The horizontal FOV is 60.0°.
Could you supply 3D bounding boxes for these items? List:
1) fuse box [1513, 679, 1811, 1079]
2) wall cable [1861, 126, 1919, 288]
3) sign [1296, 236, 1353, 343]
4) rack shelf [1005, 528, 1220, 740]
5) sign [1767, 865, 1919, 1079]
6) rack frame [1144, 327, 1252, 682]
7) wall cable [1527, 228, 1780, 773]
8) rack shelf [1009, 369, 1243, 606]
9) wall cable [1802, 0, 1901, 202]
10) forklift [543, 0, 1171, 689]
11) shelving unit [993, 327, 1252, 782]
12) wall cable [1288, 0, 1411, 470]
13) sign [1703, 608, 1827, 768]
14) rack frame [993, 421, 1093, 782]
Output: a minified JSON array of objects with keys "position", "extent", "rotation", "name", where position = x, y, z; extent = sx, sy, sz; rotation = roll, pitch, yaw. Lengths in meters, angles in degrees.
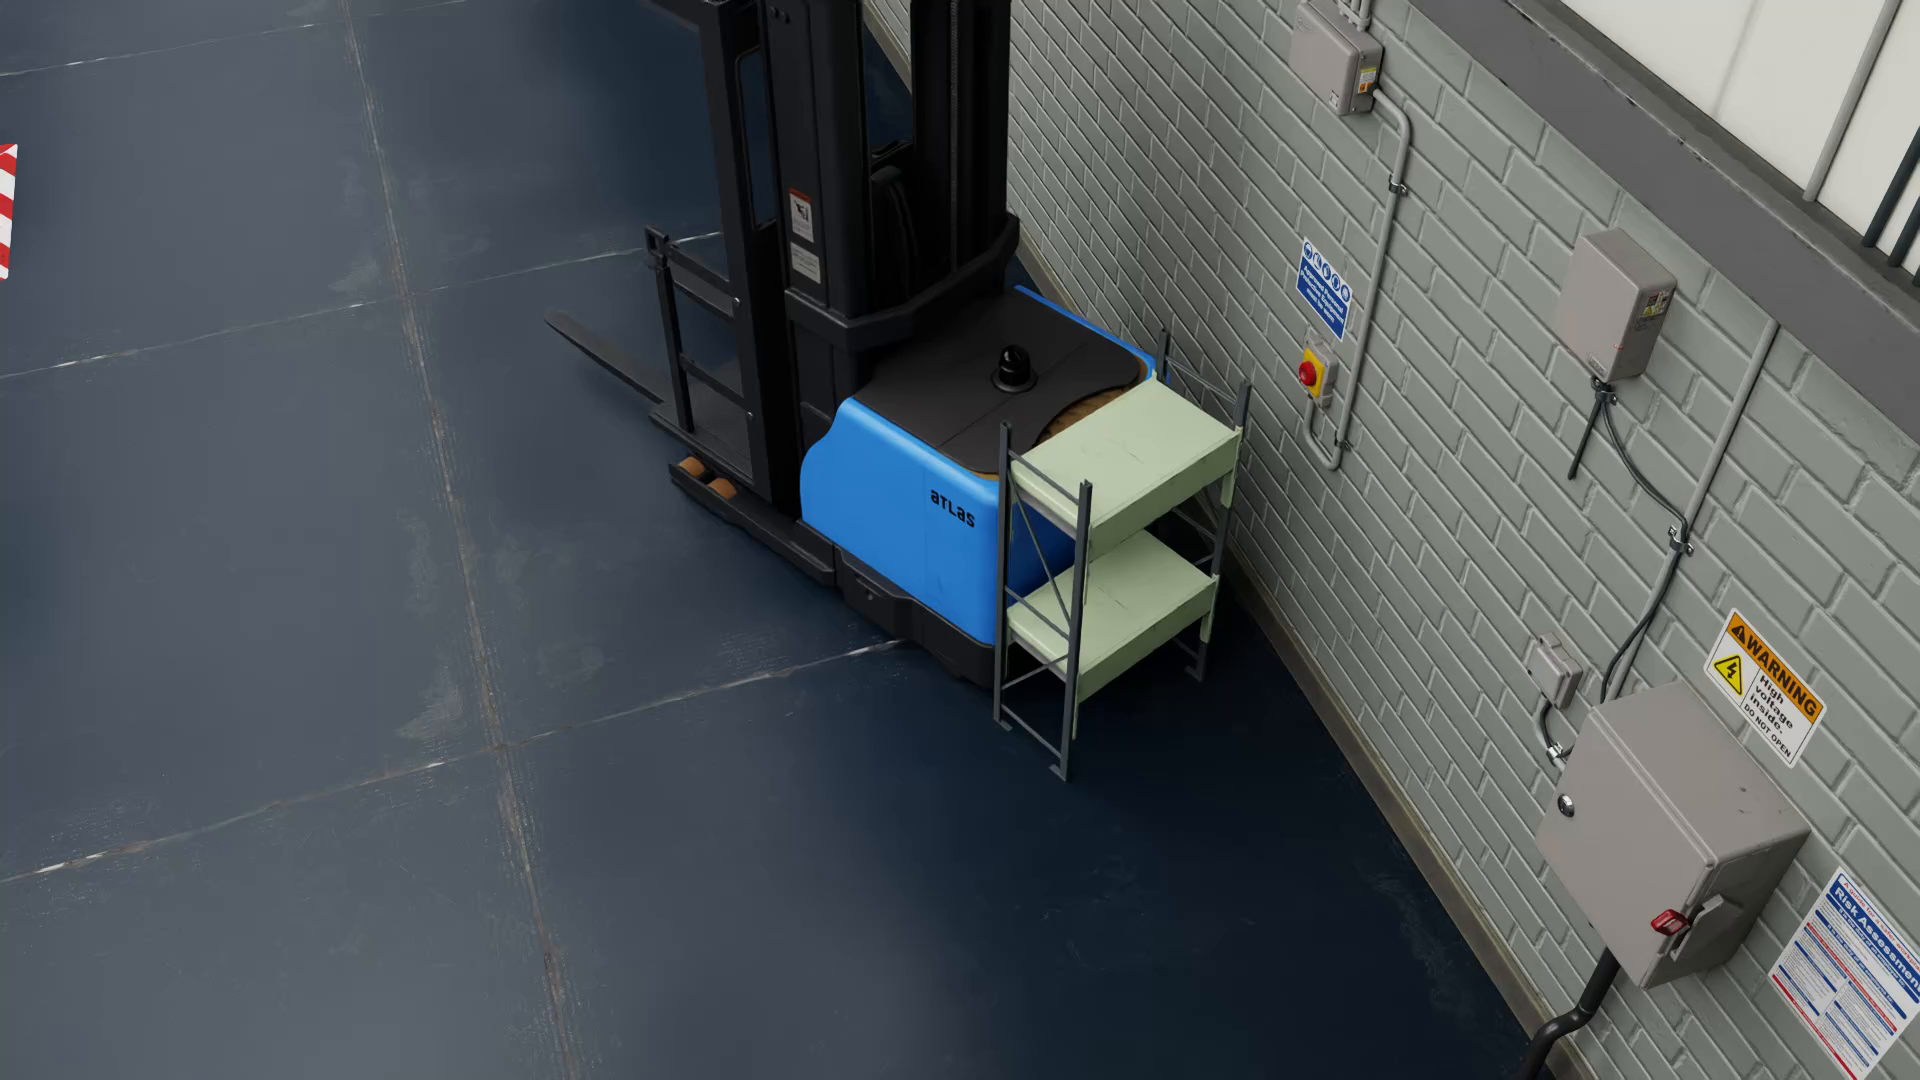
[{"position":[1.756,1.188,4.667],"extent":[0.414,1.711,0.539],"rotation":[-14,47,-14],"name":"fuse box"},{"position":[2.302,-0.650,1.327],"extent":[0.133,3.039,2.988],"rotation":[-14,47,-14],"name":"wall cable"},{"position":[1.221,-0.844,5.592],"extent":[0.001,0.218,0.327],"rotation":[-14,47,-14],"name":"sign"},{"position":[0.543,0.317,6.145],"extent":[0.720,0.370,0.431],"rotation":[-32,53,-28],"name":"rack shelf"},{"position":[2.119,1.046,3.966],"extent":[0.001,0.494,0.329],"rotation":[-14,47,-14],"name":"sign"},{"position":[0.818,-0.084,6.085],"extent":[0.023,1.500,0.400],"rotation":[-32,53,-28],"name":"rack frame"},{"position":[1.673,-0.118,4.342],"extent":[0.122,1.984,0.588],"rotation":[-14,47,-14],"name":"wall cable"},{"position":[0.543,-0.189,5.638],"extent":[0.720,0.370,0.431],"rotation":[-32,53,-28],"name":"rack shelf"},{"position":[1.392,-2.502,3.199],"extent":[0.029,3.000,2.355],"rotation":[-14,47,-14],"name":"wall cable"},{"position":[-0.621,-1.380,6.365],"extent":[3.031,2.935,1.130],"rotation":[33,54,29],"name":"forklift"},{"position":[0.543,0.087,5.914],"extent":[0.755,1.500,0.431],"rotation":[-32,53,-28],"name":"shelving unit"},{"position":[1.180,-1.071,5.270],"extent":[0.123,1.953,0.585],"rotation":[-14,47,-14],"name":"wall cable"},{"position":[1.932,0.355,4.005],"extent":[0.001,0.242,0.339],"rotation":[-14,47,-14],"name":"sign"},{"position":[0.268,0.258,5.744],"extent":[0.023,1.500,0.400],"rotation":[-32,53,-28],"name":"rack frame"}]
